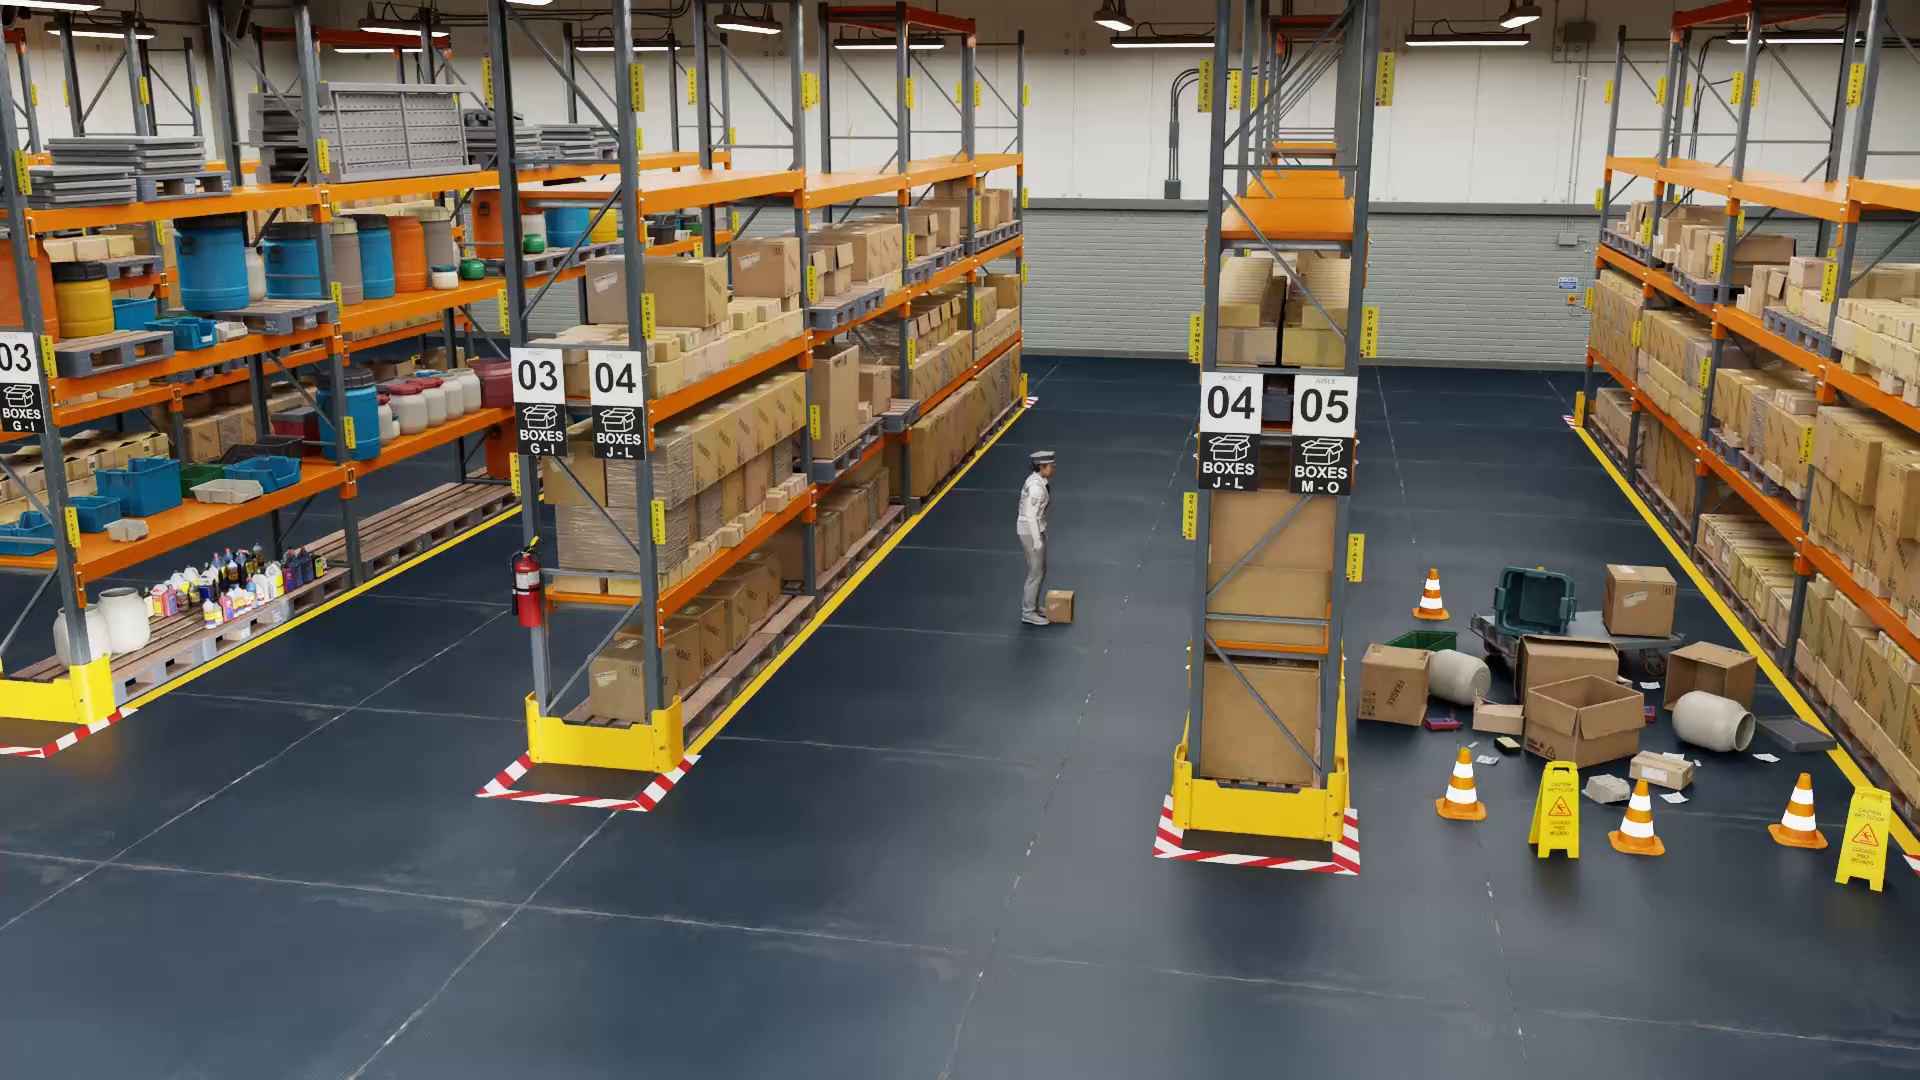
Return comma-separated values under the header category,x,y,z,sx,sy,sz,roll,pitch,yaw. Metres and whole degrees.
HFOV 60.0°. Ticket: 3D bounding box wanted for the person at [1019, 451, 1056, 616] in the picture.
category,x,y,z,sx,sy,sz,roll,pitch,yaw
person,0.756,-0.074,16.164,0.346,1.602,0.515,2,15,8
